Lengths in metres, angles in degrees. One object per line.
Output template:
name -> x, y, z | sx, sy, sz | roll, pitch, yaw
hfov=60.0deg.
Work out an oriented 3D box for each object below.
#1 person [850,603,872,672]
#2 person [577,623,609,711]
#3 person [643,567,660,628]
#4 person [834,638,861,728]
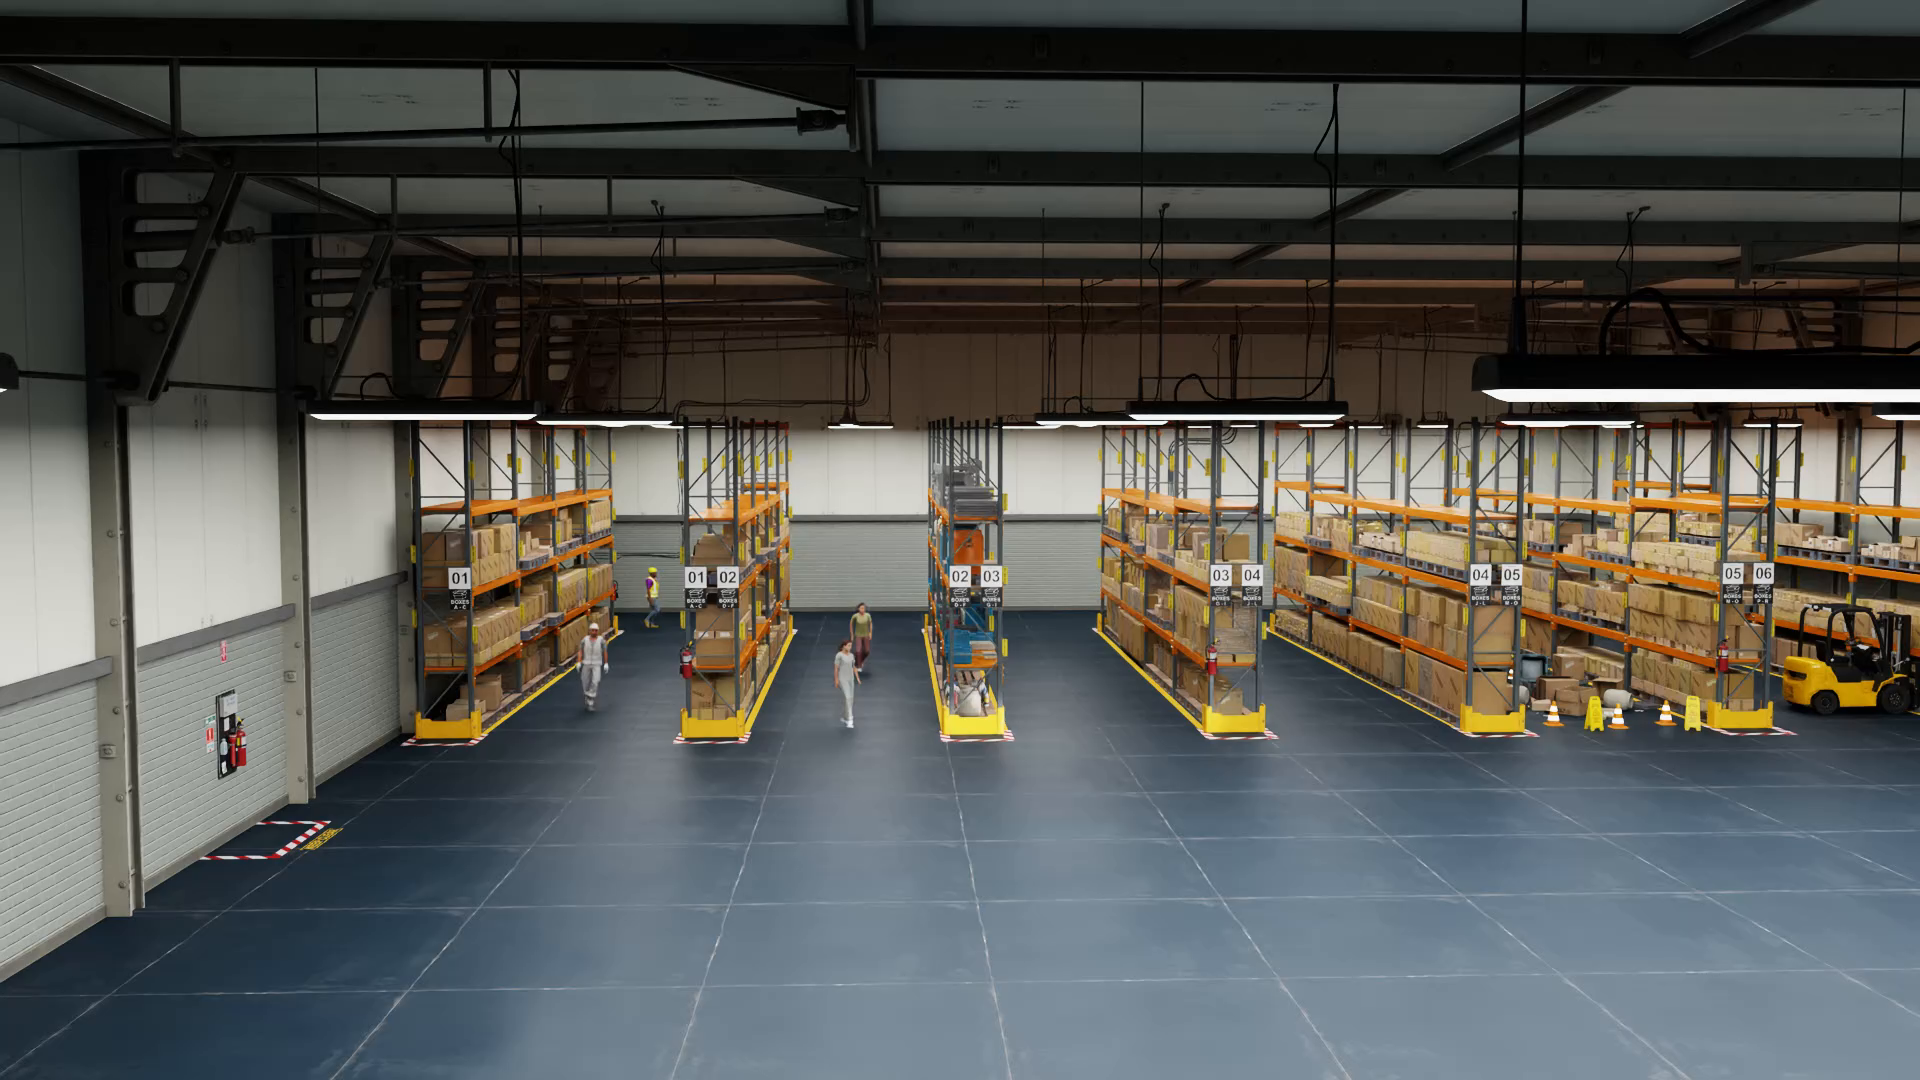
person -> -2.374, 2.310, 39.828 | 0.545, 1.654, 0.600 | -1, 4, -15
person -> -7.598, 2.622, 34.408 | 0.645, 1.821, 0.683 | -1, 4, -10
person -> -8.941, 1.678, 48.243 | 0.476, 1.763, 0.611 | 0, 4, -4
person -> -2.168, 2.799, 32.466 | 0.591, 1.699, 0.466 | 4, 5, 44
